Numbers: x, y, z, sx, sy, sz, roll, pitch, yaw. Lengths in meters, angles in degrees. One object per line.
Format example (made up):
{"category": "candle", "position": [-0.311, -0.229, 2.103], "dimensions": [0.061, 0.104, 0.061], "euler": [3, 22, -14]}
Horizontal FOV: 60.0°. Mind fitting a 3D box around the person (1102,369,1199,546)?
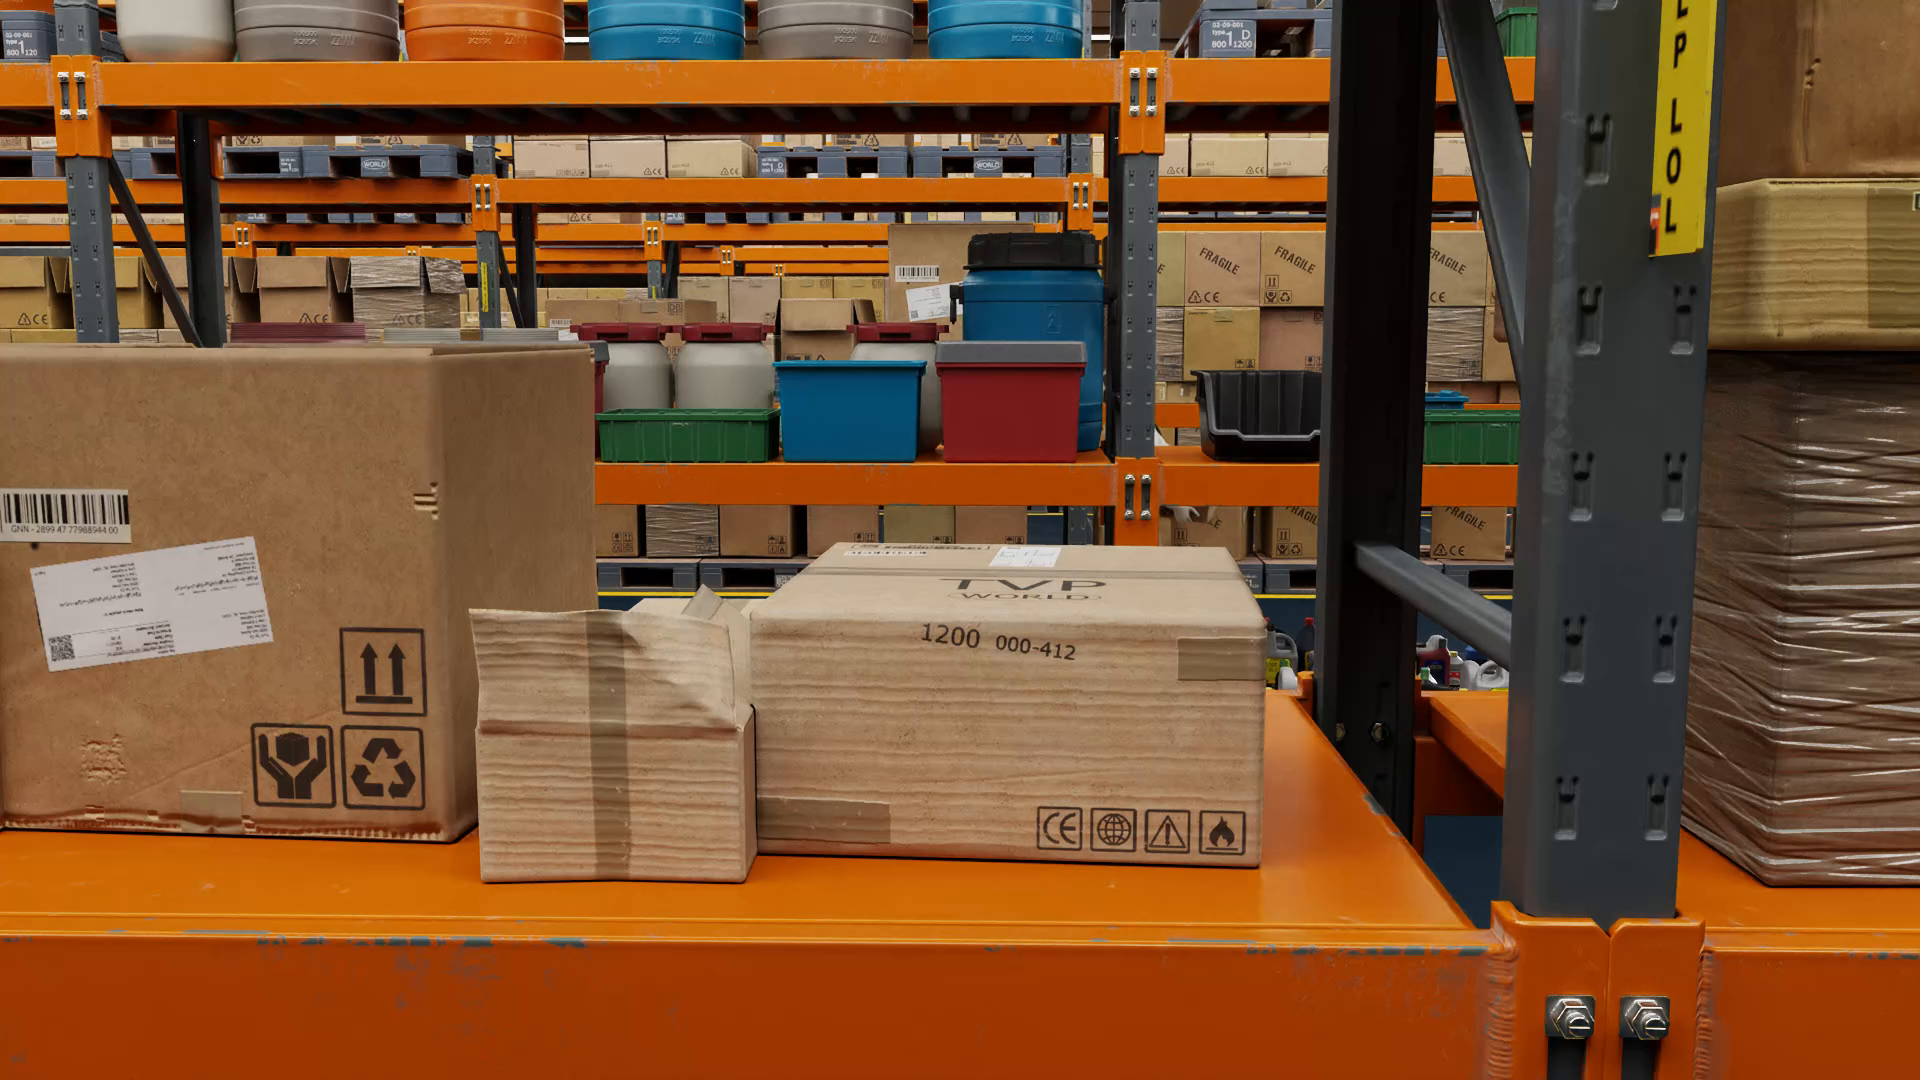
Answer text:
{"category": "person", "position": [0.946, -0.089, 8.349], "dimensions": [0.554, 1.691, 0.465], "euler": [2, 8, 16]}
